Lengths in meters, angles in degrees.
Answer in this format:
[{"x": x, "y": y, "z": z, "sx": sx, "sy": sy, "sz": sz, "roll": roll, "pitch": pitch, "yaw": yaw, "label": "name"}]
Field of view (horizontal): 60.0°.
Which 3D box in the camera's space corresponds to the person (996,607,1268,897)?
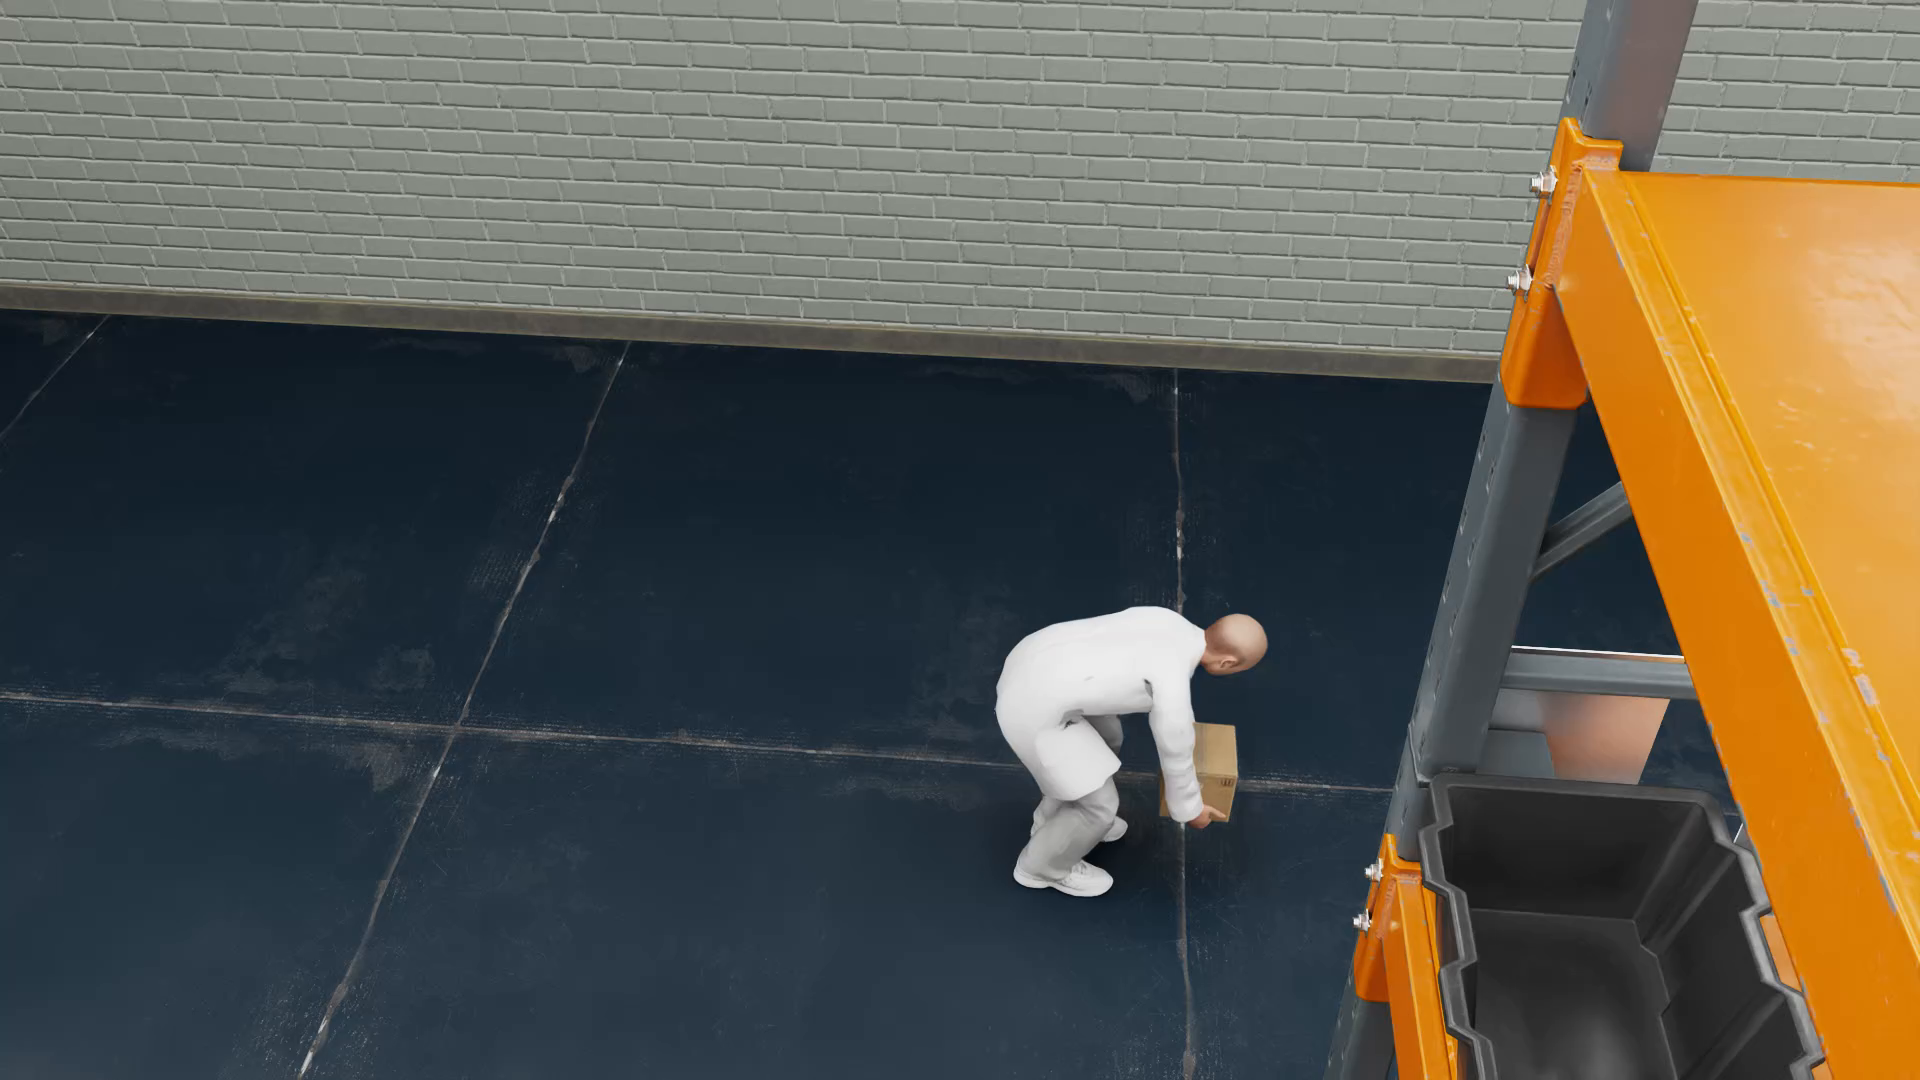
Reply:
[{"x": 0.587, "y": 0.747, "z": 5.985, "sx": 0.922, "sy": 1.232, "sz": 0.568, "roll": 2, "pitch": 40, "yaw": 2, "label": "person"}]
